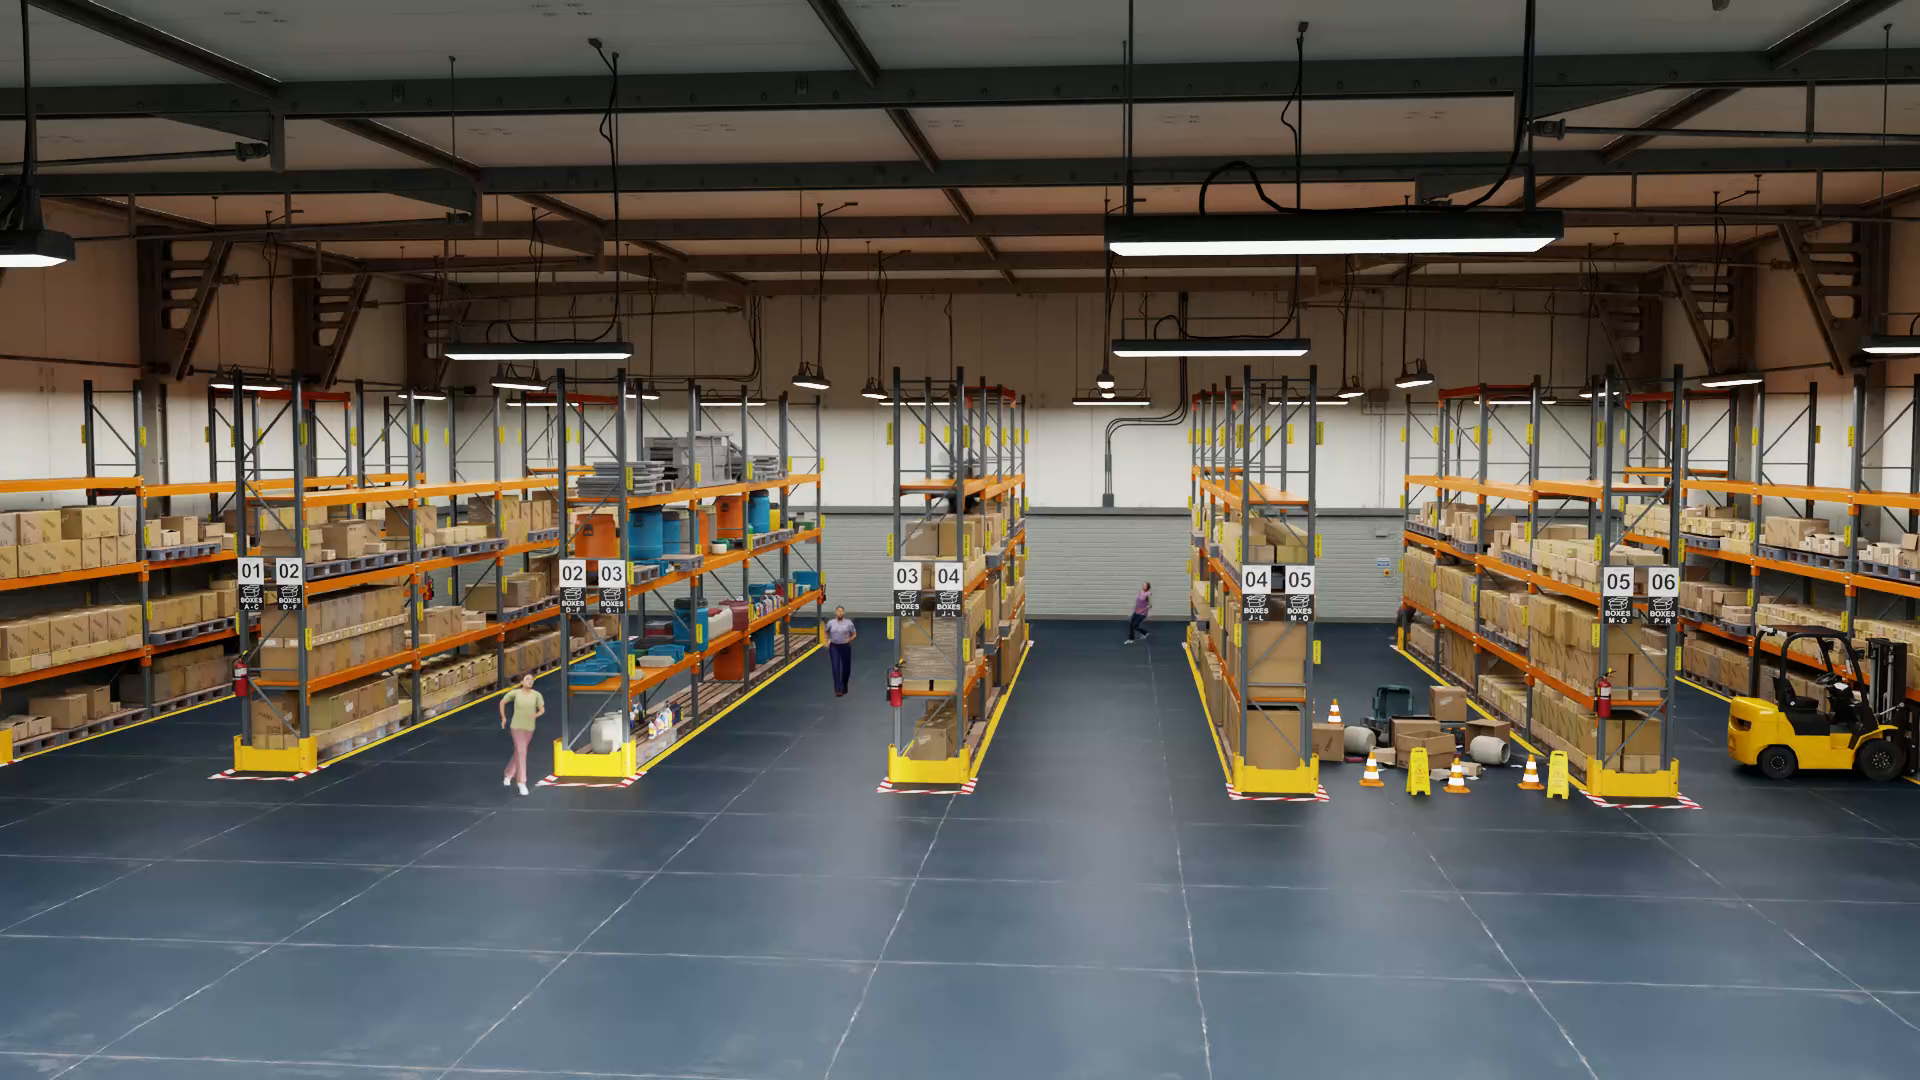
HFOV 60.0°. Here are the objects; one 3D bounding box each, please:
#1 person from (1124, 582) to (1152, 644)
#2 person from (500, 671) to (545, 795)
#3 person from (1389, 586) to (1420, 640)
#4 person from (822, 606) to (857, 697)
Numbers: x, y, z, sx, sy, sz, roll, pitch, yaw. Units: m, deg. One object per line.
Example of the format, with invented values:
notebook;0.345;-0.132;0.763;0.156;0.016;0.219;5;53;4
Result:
person;4.346;1.803;40.153;0.576;1.454;0.628;-2;4;-25
person;-6.153;2.697;23.547;0.583;1.664;0.872;-3;4;-35
person;10.874;1.615;40.389;1.005;1.731;0.773;2;4;28
person;-2.190;2.029;30.341;0.619;1.646;0.724;0;4;-8
